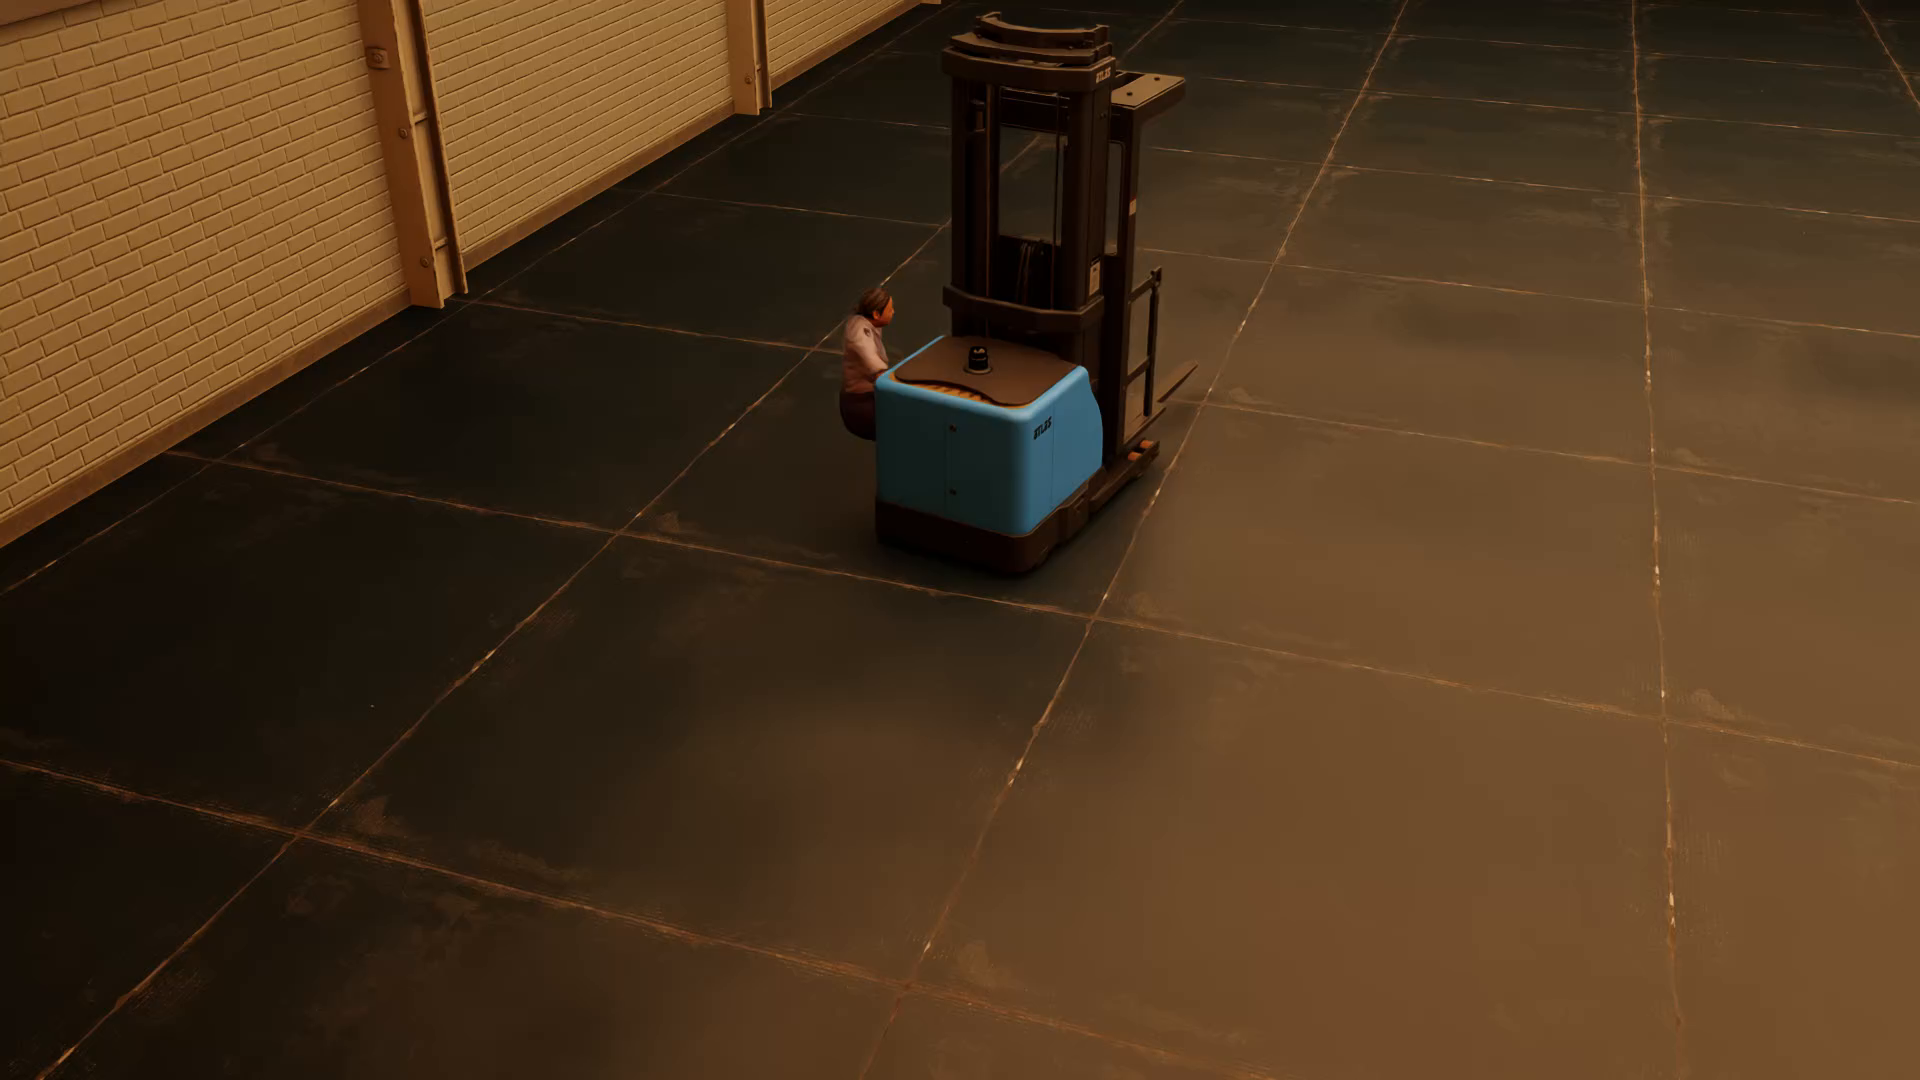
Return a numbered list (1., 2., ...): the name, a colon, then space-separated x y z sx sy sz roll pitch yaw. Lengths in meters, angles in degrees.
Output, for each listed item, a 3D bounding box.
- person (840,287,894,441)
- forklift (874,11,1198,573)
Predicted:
1. person: -0.330 -0.871 10.268 0.824 1.460 0.757 -6 30 -10
2. forklift: 0.657 -1.781 10.261 1.130 2.935 3.031 16 33 26
